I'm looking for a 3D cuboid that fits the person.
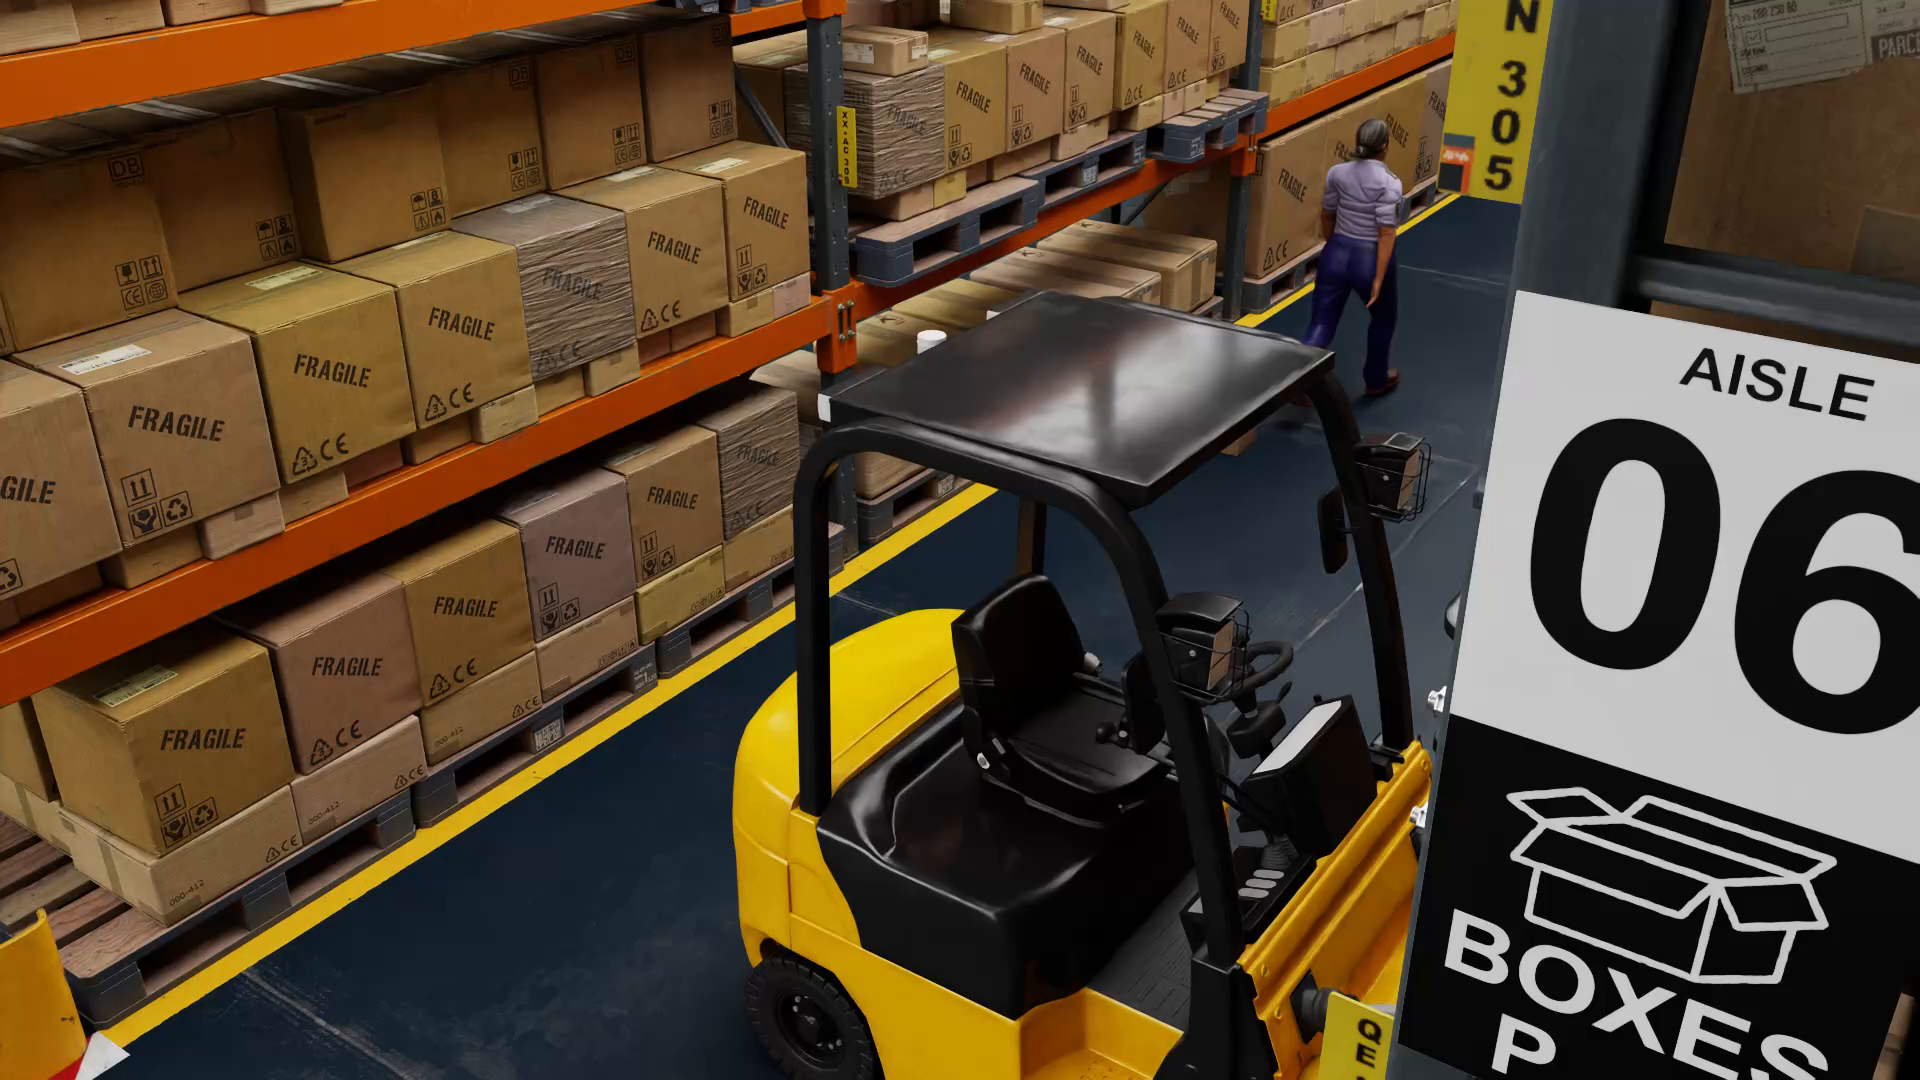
[{"bbox_3d":[2.146,-1.492,9.044,0.484,1.593,0.993,18,32,31],"label":"person"}]
